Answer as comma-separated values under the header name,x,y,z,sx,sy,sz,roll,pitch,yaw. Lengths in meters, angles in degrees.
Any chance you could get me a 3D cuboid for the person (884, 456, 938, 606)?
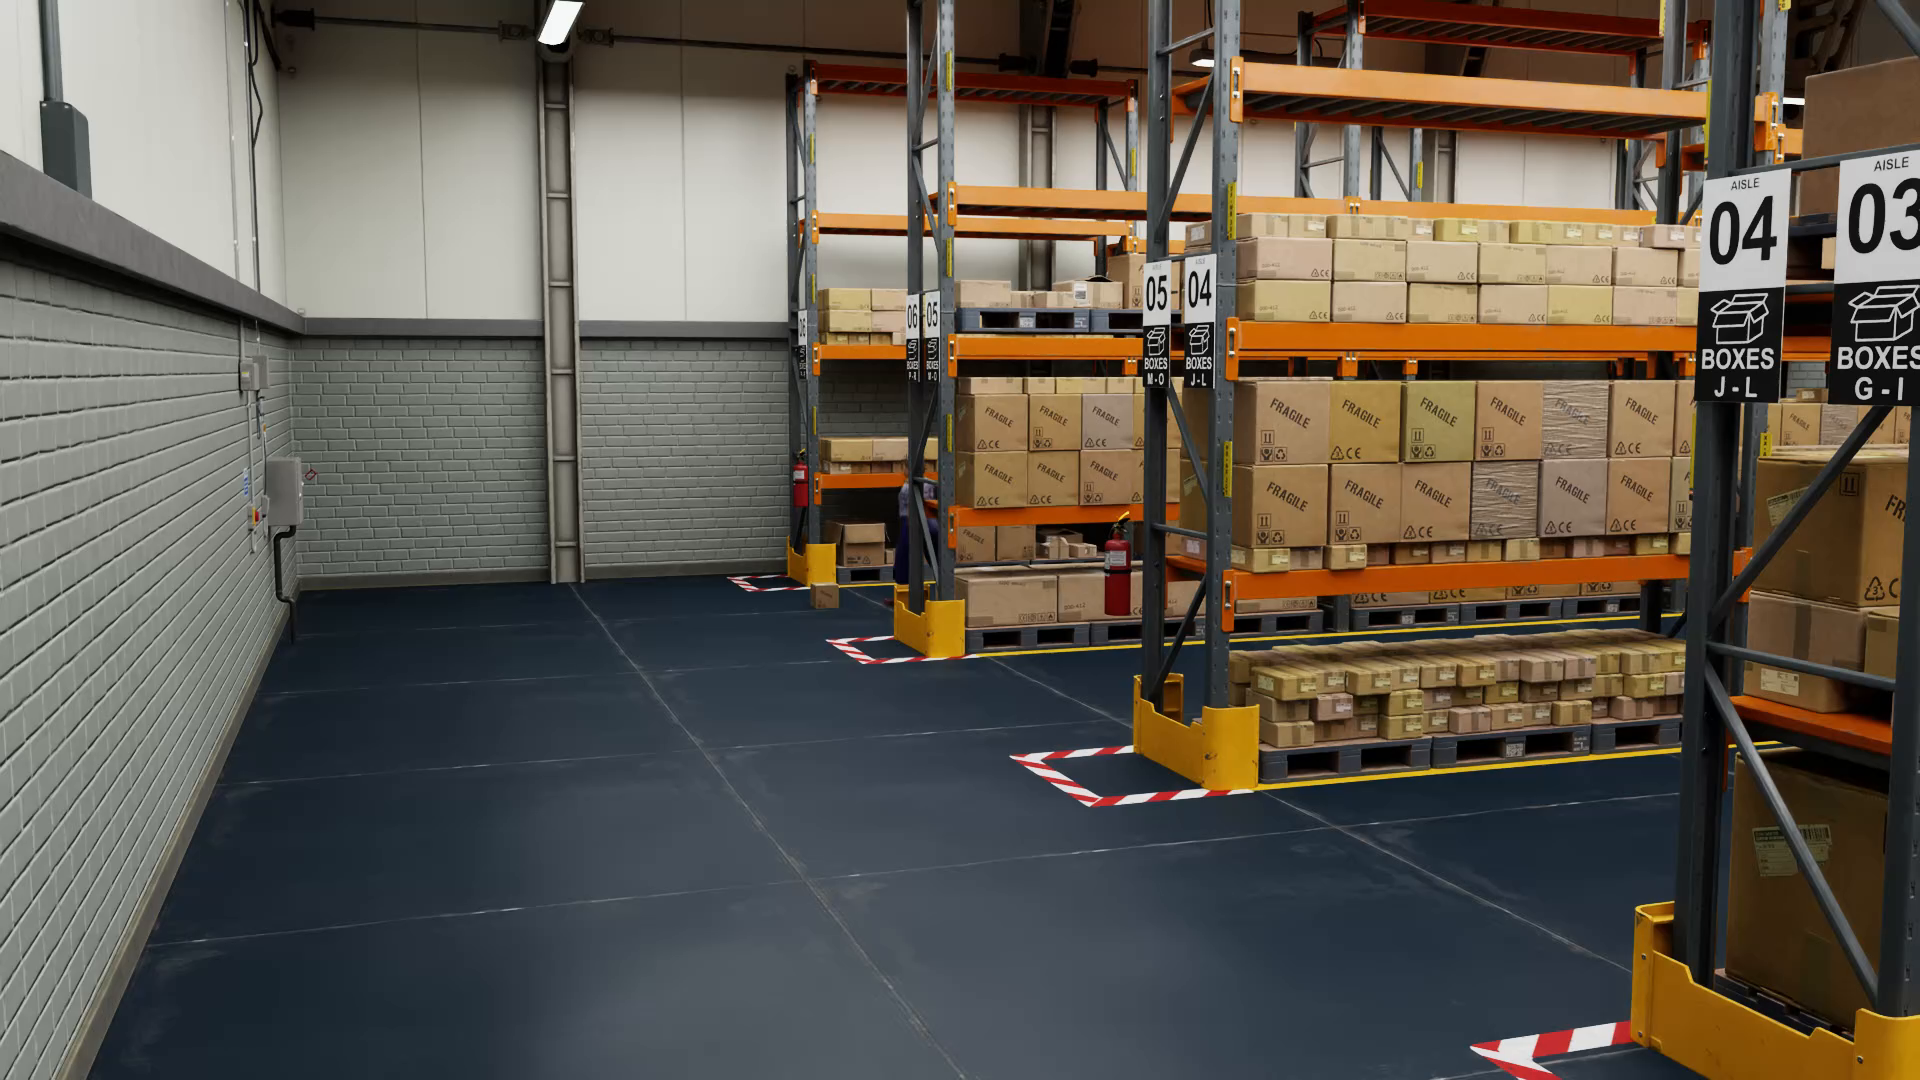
name,x,y,z,sx,sy,sz,roll,pitch,yaw
person,-0.392,-0.089,17.521,0.921,1.606,0.536,5,8,40
